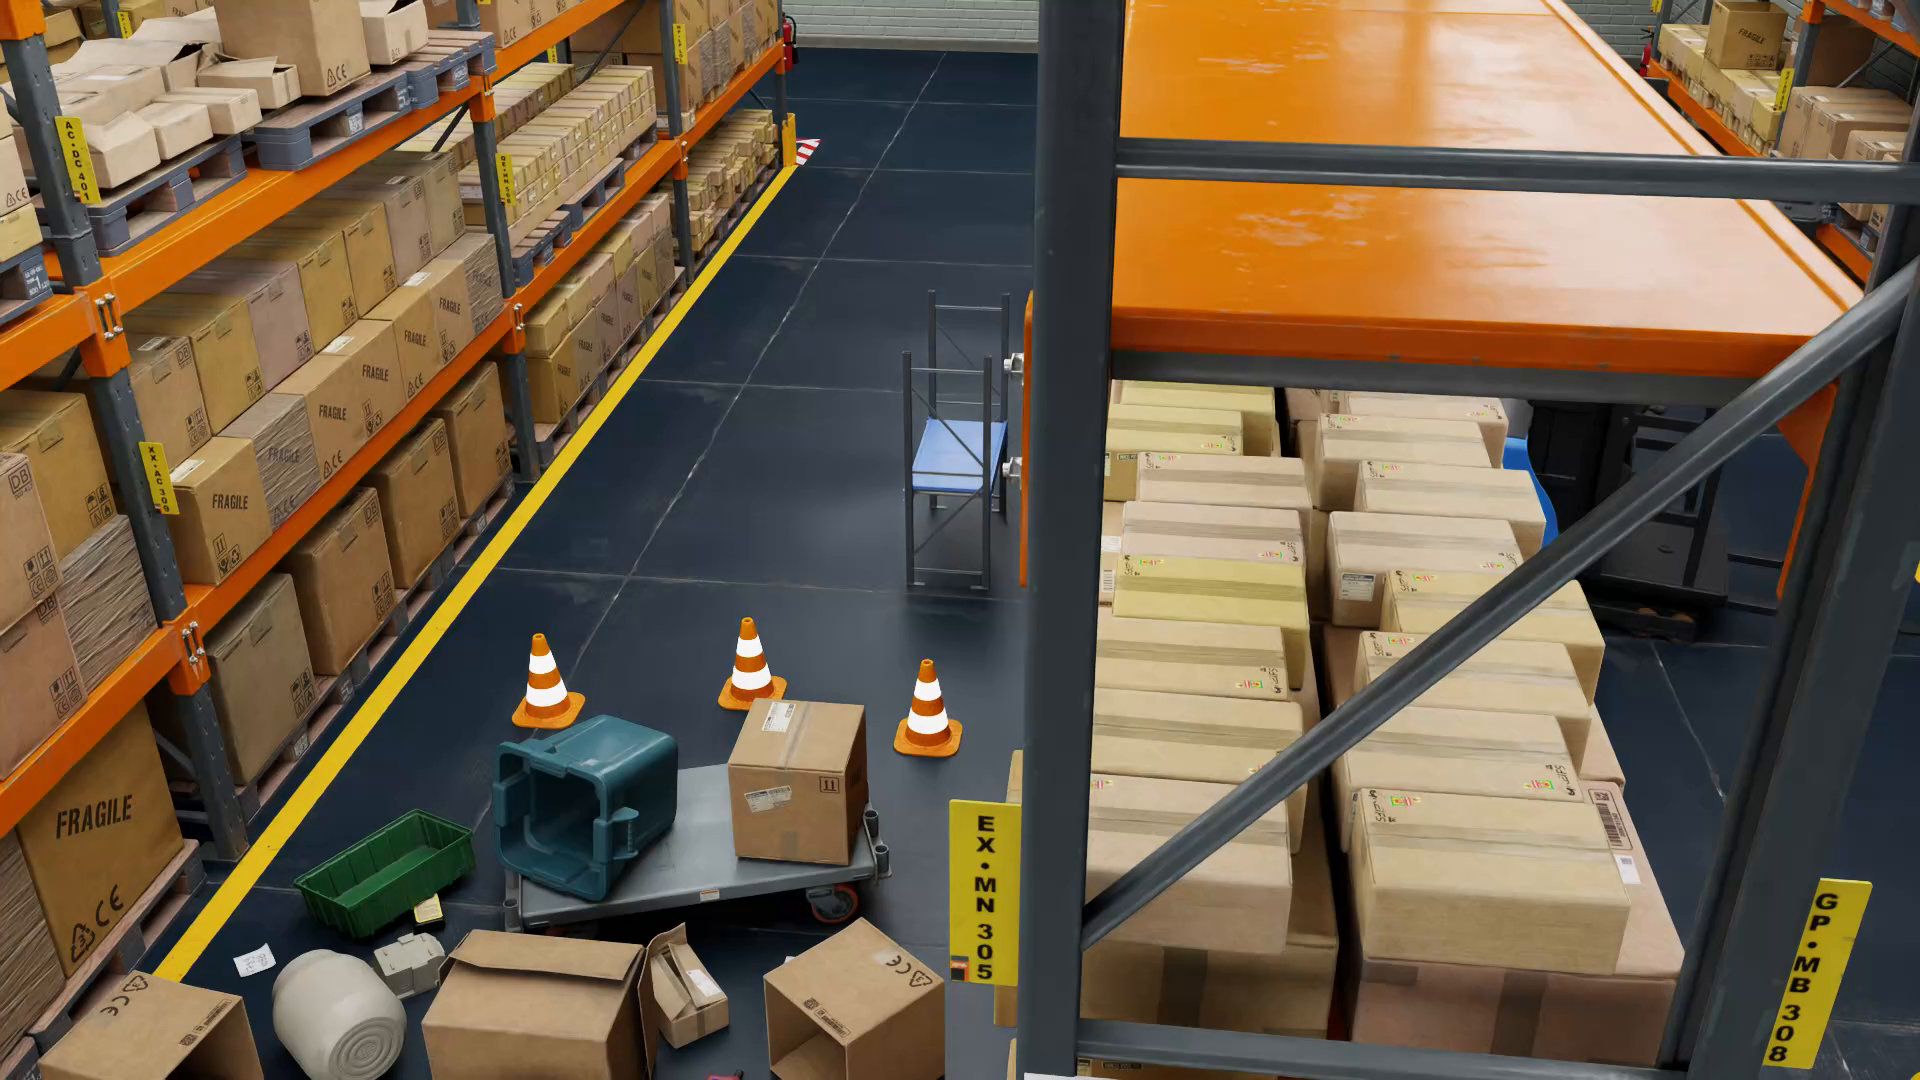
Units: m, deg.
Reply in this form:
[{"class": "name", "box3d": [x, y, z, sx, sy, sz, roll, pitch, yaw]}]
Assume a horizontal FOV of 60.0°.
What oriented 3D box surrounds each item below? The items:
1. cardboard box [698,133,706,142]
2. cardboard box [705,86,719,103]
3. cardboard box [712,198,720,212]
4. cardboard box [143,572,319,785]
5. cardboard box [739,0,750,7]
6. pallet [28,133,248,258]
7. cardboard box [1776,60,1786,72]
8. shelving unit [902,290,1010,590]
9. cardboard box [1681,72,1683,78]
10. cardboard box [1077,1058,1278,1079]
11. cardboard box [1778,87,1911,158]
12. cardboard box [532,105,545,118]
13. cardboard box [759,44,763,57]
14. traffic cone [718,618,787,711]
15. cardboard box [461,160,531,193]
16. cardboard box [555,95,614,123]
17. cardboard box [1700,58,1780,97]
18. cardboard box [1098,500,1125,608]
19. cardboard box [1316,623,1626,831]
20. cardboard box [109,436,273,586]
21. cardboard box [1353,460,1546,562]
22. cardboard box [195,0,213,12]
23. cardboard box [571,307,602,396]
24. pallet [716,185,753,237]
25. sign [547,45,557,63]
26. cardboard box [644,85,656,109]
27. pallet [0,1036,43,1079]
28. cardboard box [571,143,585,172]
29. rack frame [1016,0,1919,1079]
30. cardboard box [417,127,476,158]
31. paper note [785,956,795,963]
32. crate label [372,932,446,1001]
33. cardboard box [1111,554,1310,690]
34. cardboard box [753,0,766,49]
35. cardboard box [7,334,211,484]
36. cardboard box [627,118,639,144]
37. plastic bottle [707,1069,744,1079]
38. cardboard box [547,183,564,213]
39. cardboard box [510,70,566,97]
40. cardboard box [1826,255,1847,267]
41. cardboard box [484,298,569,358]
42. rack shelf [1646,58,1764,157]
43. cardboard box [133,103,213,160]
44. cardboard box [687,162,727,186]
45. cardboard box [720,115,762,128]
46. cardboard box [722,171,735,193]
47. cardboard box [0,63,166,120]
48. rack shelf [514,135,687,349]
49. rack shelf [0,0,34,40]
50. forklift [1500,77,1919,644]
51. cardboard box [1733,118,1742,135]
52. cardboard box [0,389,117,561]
[{"class": "cardboard box", "box3d": [-2.803, -4.112, 16.948, 0.380, 0.149, 0.250, 2, 28, 4]}, {"class": "cardboard box", "box3d": [-2.438, -4.135, 15.319, 0.380, 0.149, 0.250, 4, 29, 7]}, {"class": "cardboard box", "box3d": [-2.516, -3.213, 15.906, 0.380, 0.149, 0.250, 2, 28, 4]}, {"class": "cardboard box", "box3d": [-3.865, 0.640, 8.121, 1.050, 0.750, 0.750, 3, 28, 6]}, {"class": "cardboard box", "box3d": [-2.307, -5.418, 15.964, 0.500, 0.500, 0.500, 5, 29, 9]}, {"class": "pallet", "box3d": [-3.788, -1.539, 7.275, 0.805, 0.209, 1.217, 2, 28, 4]}, {"class": "cardboard box", "box3d": [7.484, -4.101, 14.837, 0.500, 0.250, 0.500, 3, 28, 6]}, {"class": "shelving unit", "box3d": [-0.010, -0.620, 10.112, 0.538, 1.500, 1.048, 3, 28, 6]}, {"class": "cardboard box", "box3d": [7.175, -4.493, 15.983, 0.380, 0.149, 0.250, 3, 28, 6]}, {"class": "cardboard box", "box3d": [0.350, 0.860, 2.884, 0.380, 0.149, 0.250, 3, 29, 6]}, {"class": "cardboard box", "box3d": [6.699, -3.121, 12.625, 0.700, 0.500, 0.500, 4, 29, 7]}, {"class": "cardboard box", "box3d": [-3.468, -3.315, 13.040, 0.380, 0.149, 0.250, 2, 28, 4]}, {"class": "cardboard box", "box3d": [-2.224, -5.003, 16.930, 0.380, 0.149, 0.250, 3, 28, 6]}, {"class": "traffic cone", "box3d": [-1.121, 0.629, 8.887, 0.336, 0.463, 0.334, 3, 28, 6]}, {"class": "cardboard box", "box3d": [-3.082, -2.420, 11.067, 0.380, 0.149, 0.250, 3, 28, 5]}, {"class": "cardboard box", "box3d": [-2.858, -3.283, 12.668, 0.380, 0.149, 0.250, 2, 28, 5]}, {"class": "cardboard box", "box3d": [6.986, -4.139, 14.907, 0.500, 0.250, 0.500, 3, 28, 5]}, {"class": "cardboard box", "box3d": [0.501, 0.131, 3.817, 0.500, 0.250, 0.500, 4, 29, 8]}, {"class": "cardboard box", "box3d": [0.981, 0.411, 3.298, 0.500, 0.250, 0.500, 3, 28, 5]}, {"class": "cardboard box", "box3d": [-3.520, -0.144, 7.542, 0.500, 0.500, 0.500, 4, 29, 7]}, {"class": "cardboard box", "box3d": [1.090, -0.050, 3.733, 0.380, 0.149, 0.250, 4, 29, 8]}, {"class": "cardboard box", "box3d": [-7.342, -5.052, 15.811, 0.500, 0.500, 0.500, 2, 28, 5]}, {"class": "cardboard box", "box3d": [-2.963, -1.391, 12.153, 0.500, 0.500, 0.500, 4, 29, 7]}, {"class": "pallet", "box3d": [-2.677, -3.300, 16.446, 1.003, 0.211, 1.213, 3, 28, 6]}, {"class": "sign", "box3d": [-3.411, -4.043, 13.971, 0.100, 0.325, 0.005, 3, 28, 6]}, {"class": "cardboard box", "box3d": [-2.724, -3.640, 13.645, 0.380, 0.149, 0.250, 4, 29, 8]}, {"class": "pallet", "box3d": [-4.169, 2.289, 6.071, 1.003, 0.211, 1.213, 3, 28, 6]}, {"class": "cardboard box", "box3d": [-2.946, -2.779, 12.045, 0.380, 0.149, 0.250, 3, 28, 6]}, {"class": "rack frame", "box3d": [0.587, -0.386, 1.771, 0.949, 2.616, 0.053, 3, 28, 6]}, {"class": "cardboard box", "box3d": [-3.627, -2.825, 11.818, 0.380, 0.149, 0.250, 3, 28, 6]}, {"class": "paper note", "box3d": [-0.684, 1.829, 7.114, 0.148, 0.019, 0.142, 3, 28, 6]}, {"class": "crate label", "box3d": [-2.343, 1.800, 7.057, 0.298, 0.136, 0.250, -17, 33, -29]}, {"class": "cardboard box", "box3d": [0.497, 0.161, 3.343, 0.380, 0.149, 0.250, 4, 29, 7]}, {"class": "cardboard box", "box3d": [-2.249, -5.223, 16.656, 0.500, 0.500, 0.500, 3, 28, 5]}, {"class": "cardboard box", "box3d": [-3.796, -0.587, 7.309, 0.700, 0.500, 0.500, 3, 28, 5]}, {"class": "cardboard box", "box3d": [-2.787, -3.270, 13.272, 0.380, 0.149, 0.250, 3, 28, 6]}, {"class": "plastic bottle", "box3d": [-0.946, 2.164, 6.461, 0.133, 0.061, 0.283, 8, 29, 15]}, {"class": "cardboard box", "box3d": [-3.009, -2.405, 11.665, 0.380, 0.149, 0.250, 5, 29, 9]}, {"class": "cardboard box", "box3d": [-3.404, -3.680, 13.405, 0.380, 0.149, 0.250, 4, 29, 8]}, {"class": "cardboard box", "box3d": [6.695, -2.067, 12.726, 0.380, 0.149, 0.250, 2, 28, 4]}, {"class": "cardboard box", "box3d": [-3.036, -1.476, 11.522, 0.500, 0.250, 0.500, 2, 28, 4]}, {"class": "rack shelf", "box3d": [7.226, -3.732, 15.065, 1.077, 0.370, 4.000, 3, 28, 6]}, {"class": "cardboard box", "box3d": [-3.478, -1.781, 7.239, 0.250, 0.149, 0.380, 3, 28, 6]}, {"class": "cardboard box", "box3d": [-2.427, -3.463, 15.743, 0.380, 0.149, 0.250, 4, 29, 7]}, {"class": "cardboard box", "box3d": [-2.282, -4.330, 17.352, 0.380, 0.149, 0.250, 4, 29, 7]}, {"class": "cardboard box", "box3d": [-2.386, -3.458, 16.048, 0.380, 0.149, 0.250, 3, 28, 6]}, {"class": "cardboard box", "box3d": [-3.918, -1.946, 7.438, 0.500, 0.250, 0.500, 3, 28, 6]}, {"class": "rack shelf", "box3d": [-3.116, -2.376, 12.548, 1.077, 0.370, 4.000, 3, 28, 6]}, {"class": "rack shelf", "box3d": [-4.096, -1.075, 4.230, 1.077, 0.370, 4.000, 3, 28, 6]}, {"class": "forklift", "box3d": [4.013, -0.986, 9.282, 3.031, 2.935, 1.130, 11, 30, 19]}, {"class": "cardboard box", "box3d": [6.846, -3.531, 14.198, 0.380, 0.149, 0.250, 4, 29, 8]}, {"class": "cardboard box", "box3d": [-3.931, -0.238, 6.525, 0.875, 0.550, 0.550, 3, 28, 6]}]
